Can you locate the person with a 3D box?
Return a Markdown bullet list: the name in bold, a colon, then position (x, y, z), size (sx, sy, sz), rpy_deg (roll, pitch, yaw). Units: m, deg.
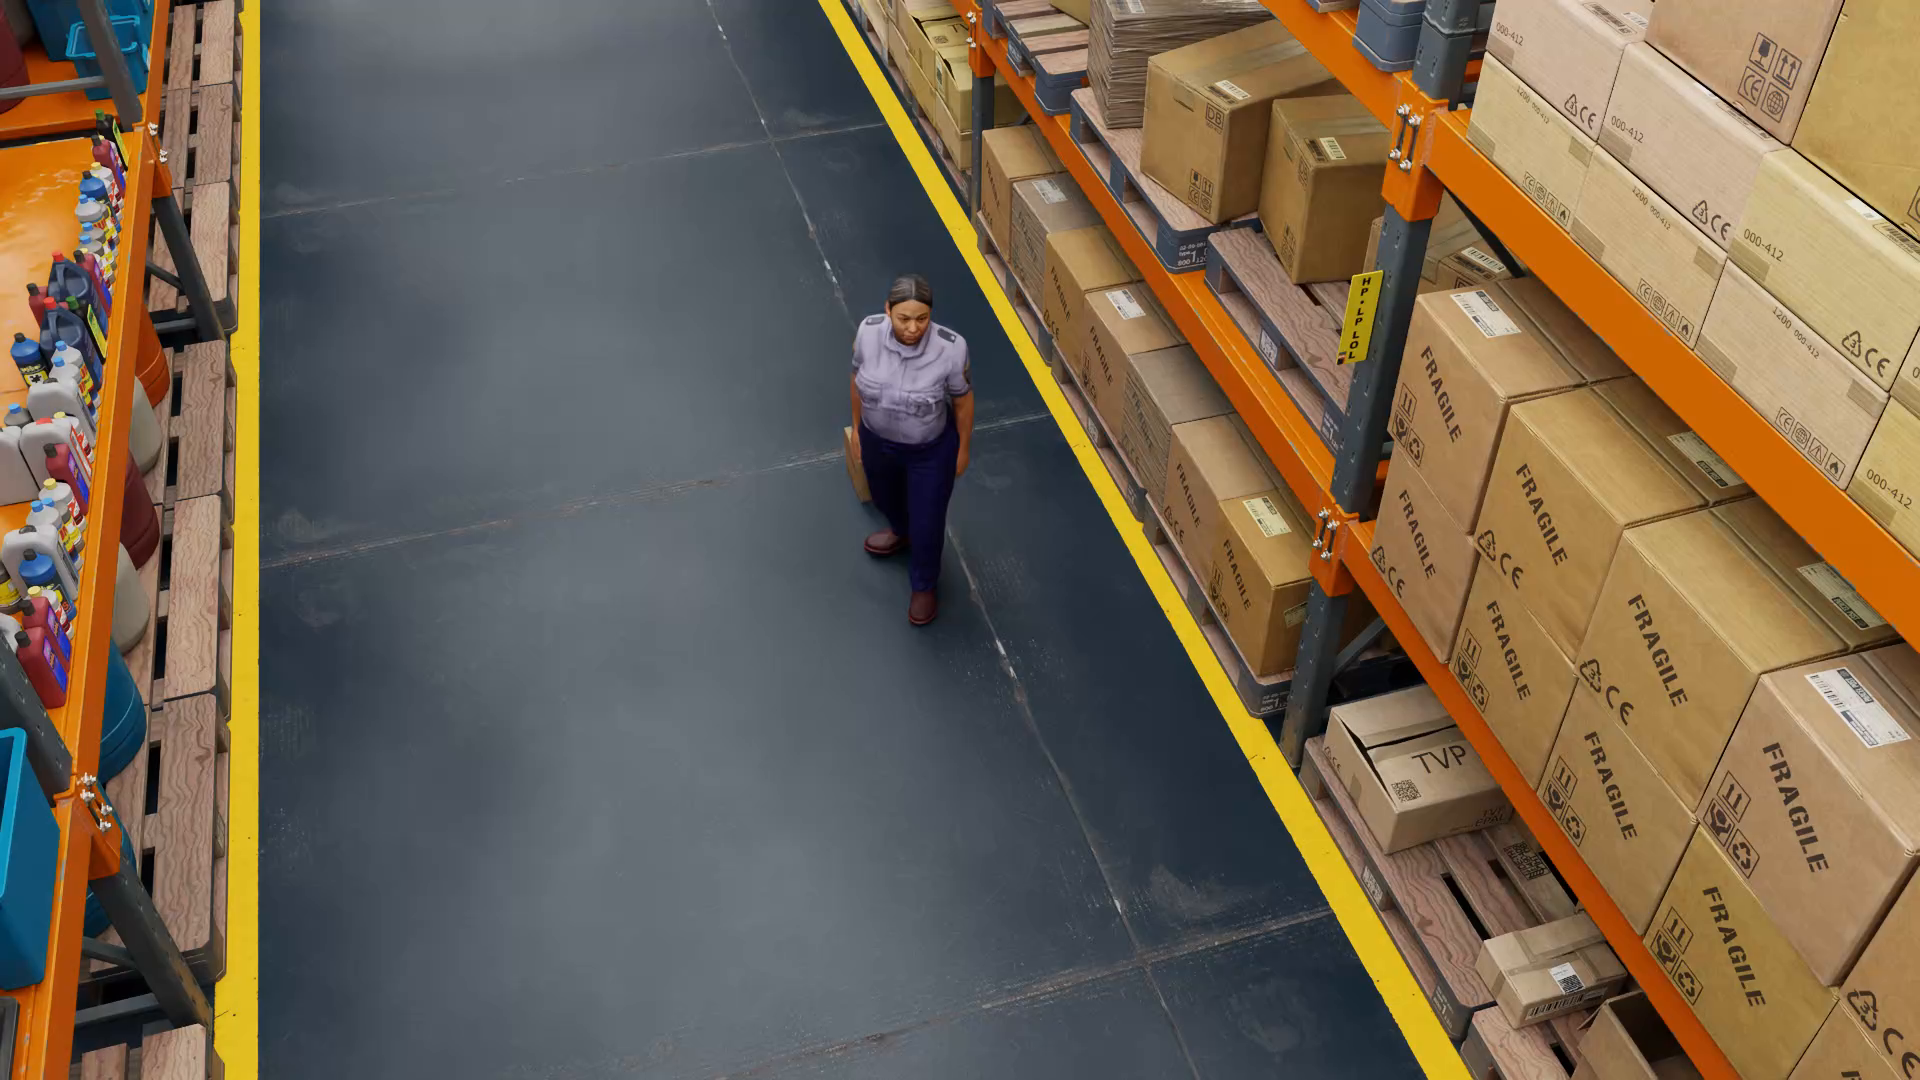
- **person**: position (-0.193, -0.436, 6.651), size (0.541, 1.634, 0.553), rpy_deg (13, 44, 14)
